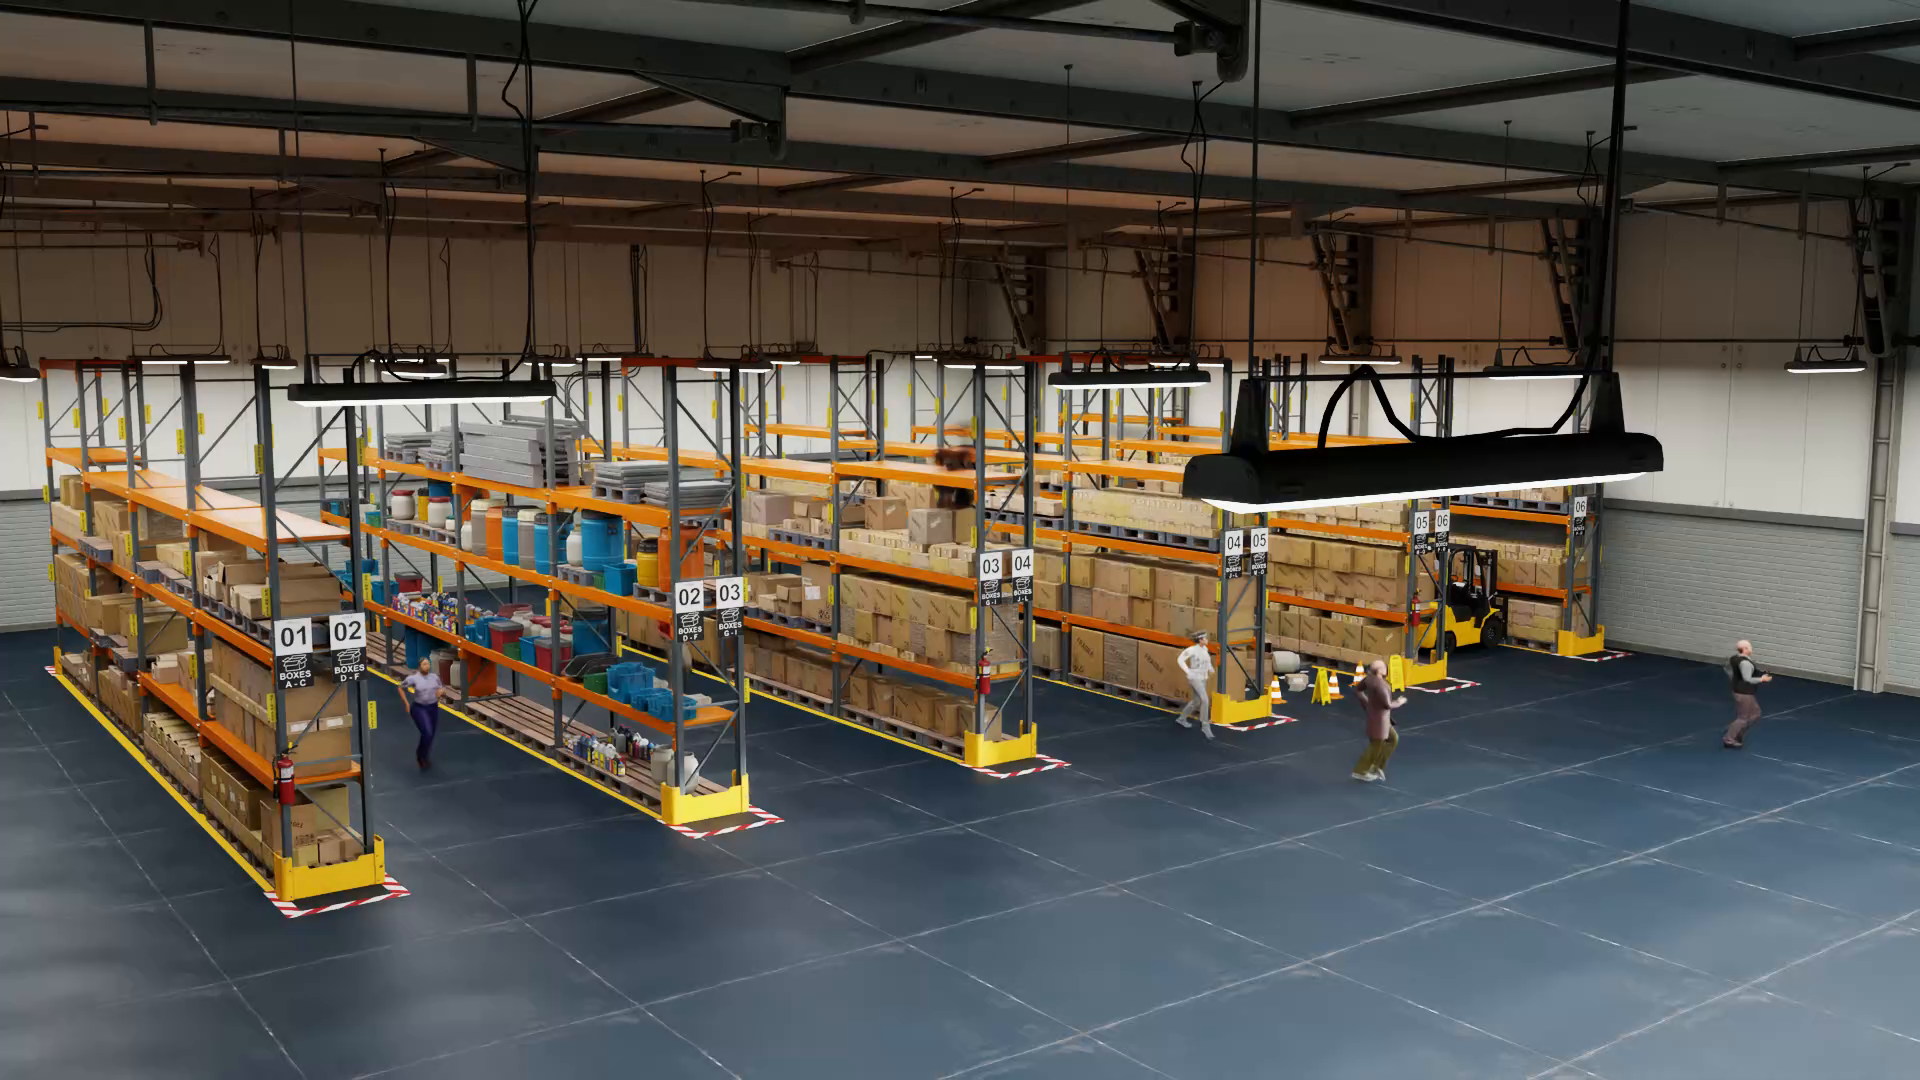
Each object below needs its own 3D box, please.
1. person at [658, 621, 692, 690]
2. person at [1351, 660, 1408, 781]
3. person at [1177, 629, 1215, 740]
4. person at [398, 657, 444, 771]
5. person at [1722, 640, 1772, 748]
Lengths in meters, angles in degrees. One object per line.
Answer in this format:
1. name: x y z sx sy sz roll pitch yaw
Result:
1. person: -5.071 1.909 29.859 0.638 1.681 0.586 -5 8 -36
2. person: 6.002 2.604 23.806 0.781 1.807 0.674 0 7 2
3. person: 3.853 2.287 26.803 0.846 1.718 0.608 6 9 39
4. person: -7.921 2.574 24.641 0.703 1.693 0.574 5 9 38
5. person: 12.187 2.401 25.756 0.651 1.721 0.641 2 7 13
